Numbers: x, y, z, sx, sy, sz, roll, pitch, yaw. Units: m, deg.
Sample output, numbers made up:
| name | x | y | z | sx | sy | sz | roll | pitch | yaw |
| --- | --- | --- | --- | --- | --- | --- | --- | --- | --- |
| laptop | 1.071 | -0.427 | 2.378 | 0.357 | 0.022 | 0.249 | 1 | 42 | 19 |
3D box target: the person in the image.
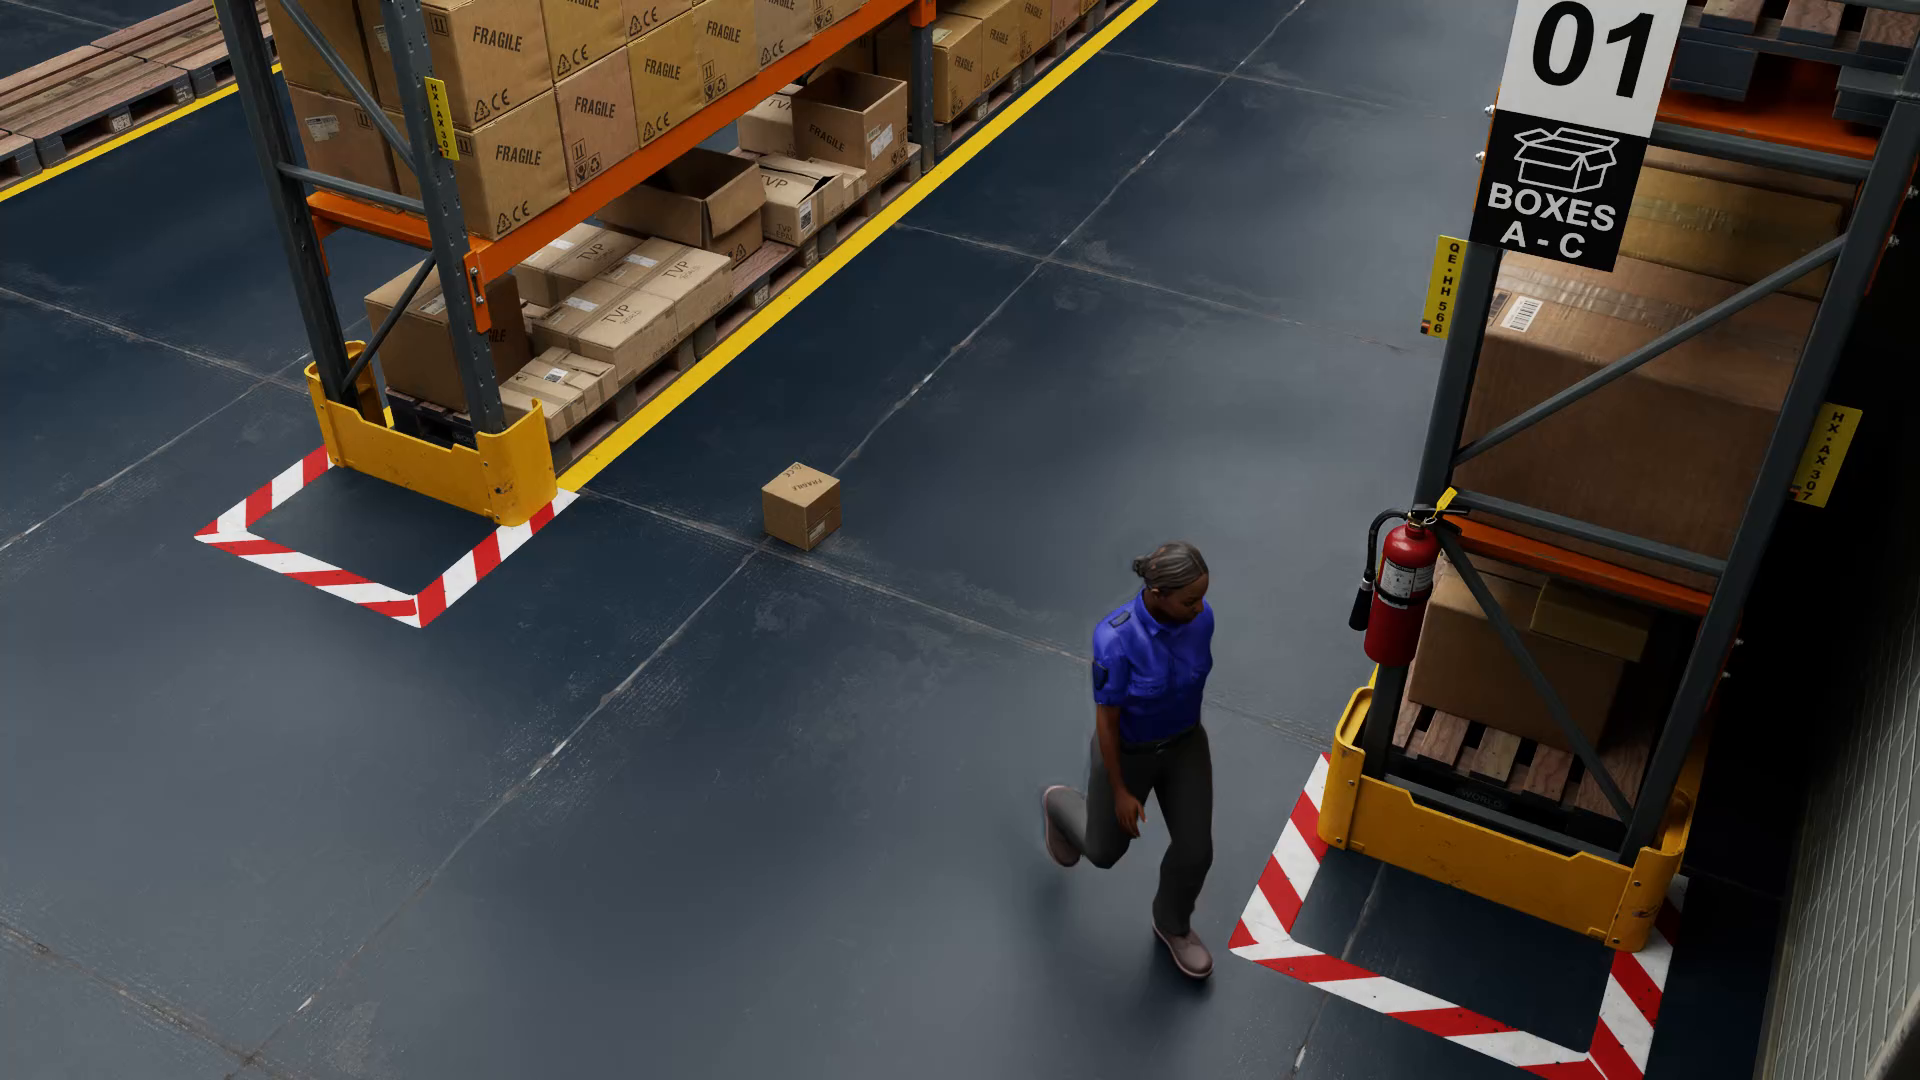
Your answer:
| name | x | y | z | sx | sy | sz | roll | pitch | yaw |
| --- | --- | --- | --- | --- | --- | --- | --- | --- | --- |
| person | 0.588 | 0.641 | 5.318 | 0.447 | 1.618 | 0.783 | -15 | 40 | -18 |
